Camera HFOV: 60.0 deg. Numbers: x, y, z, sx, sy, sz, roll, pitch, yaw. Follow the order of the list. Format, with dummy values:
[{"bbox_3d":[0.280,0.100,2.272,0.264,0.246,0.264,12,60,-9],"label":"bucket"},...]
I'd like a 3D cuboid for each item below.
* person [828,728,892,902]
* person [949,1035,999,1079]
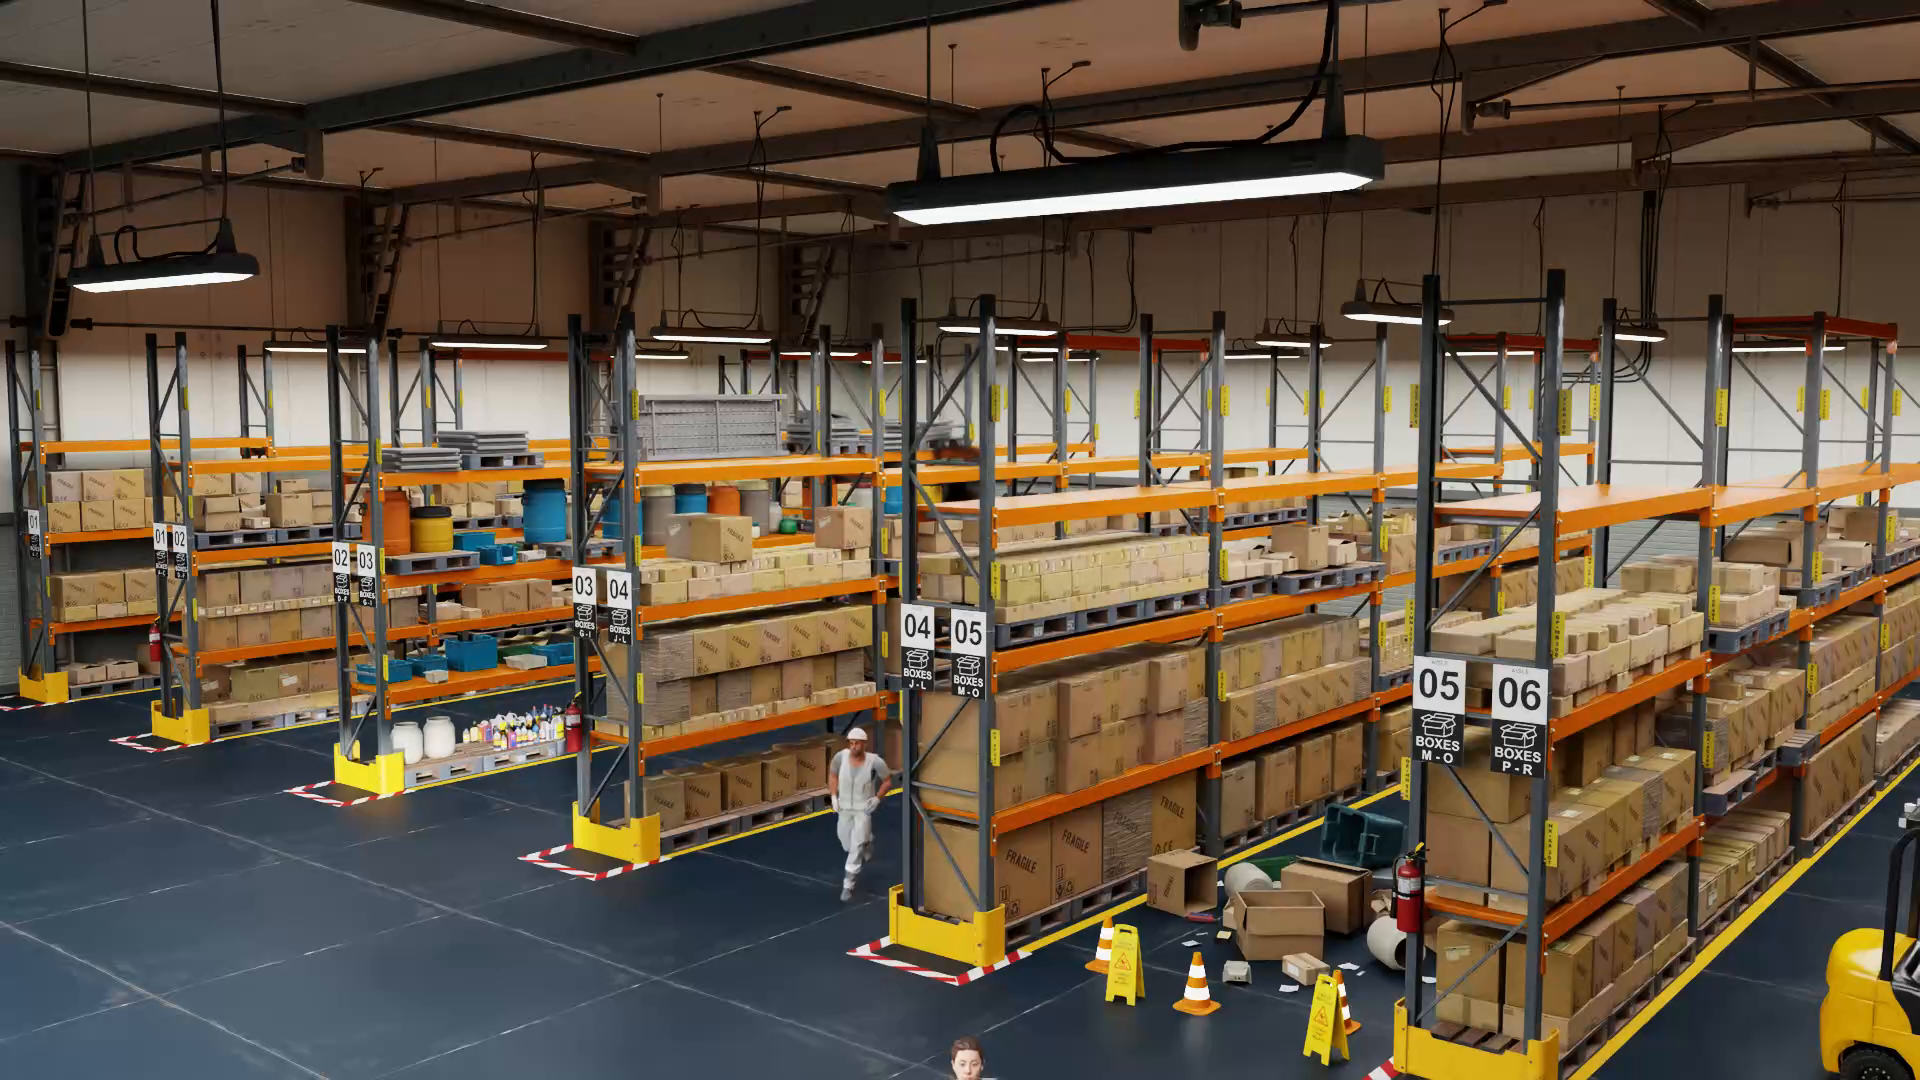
[{"bbox_3d":[-1.028,2.771,17.173,0.658,1.759,0.895,1,5,16],"label":"person"},{"bbox_3d":[0.048,3.518,9.012,0.580,1.731,0.775,0,5,1],"label":"person"}]
